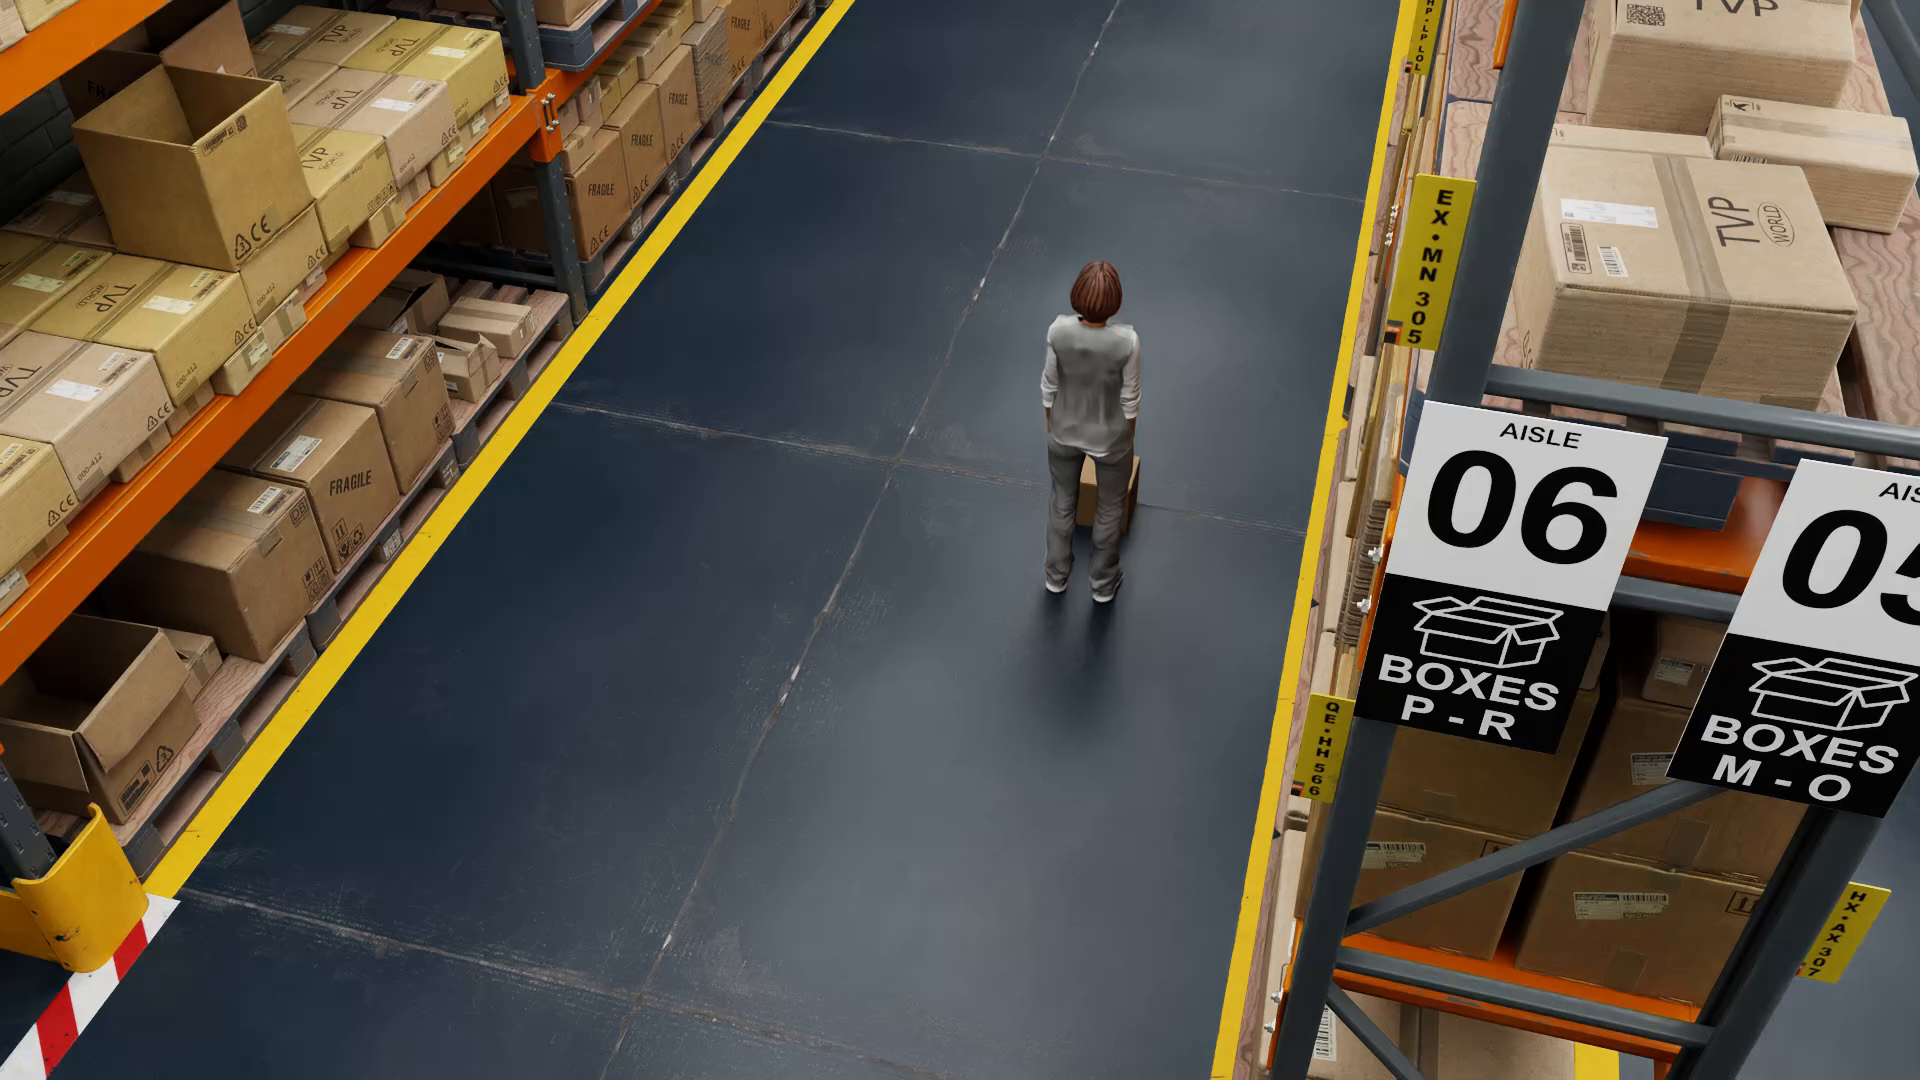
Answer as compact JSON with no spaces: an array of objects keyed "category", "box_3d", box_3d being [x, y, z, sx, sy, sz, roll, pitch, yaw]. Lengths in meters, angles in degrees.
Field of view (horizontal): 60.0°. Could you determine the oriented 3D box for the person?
[{"category":"person","box_3d":[0.512,-0.423,6.644,0.405,1.598,0.304,12,43,13]}]
